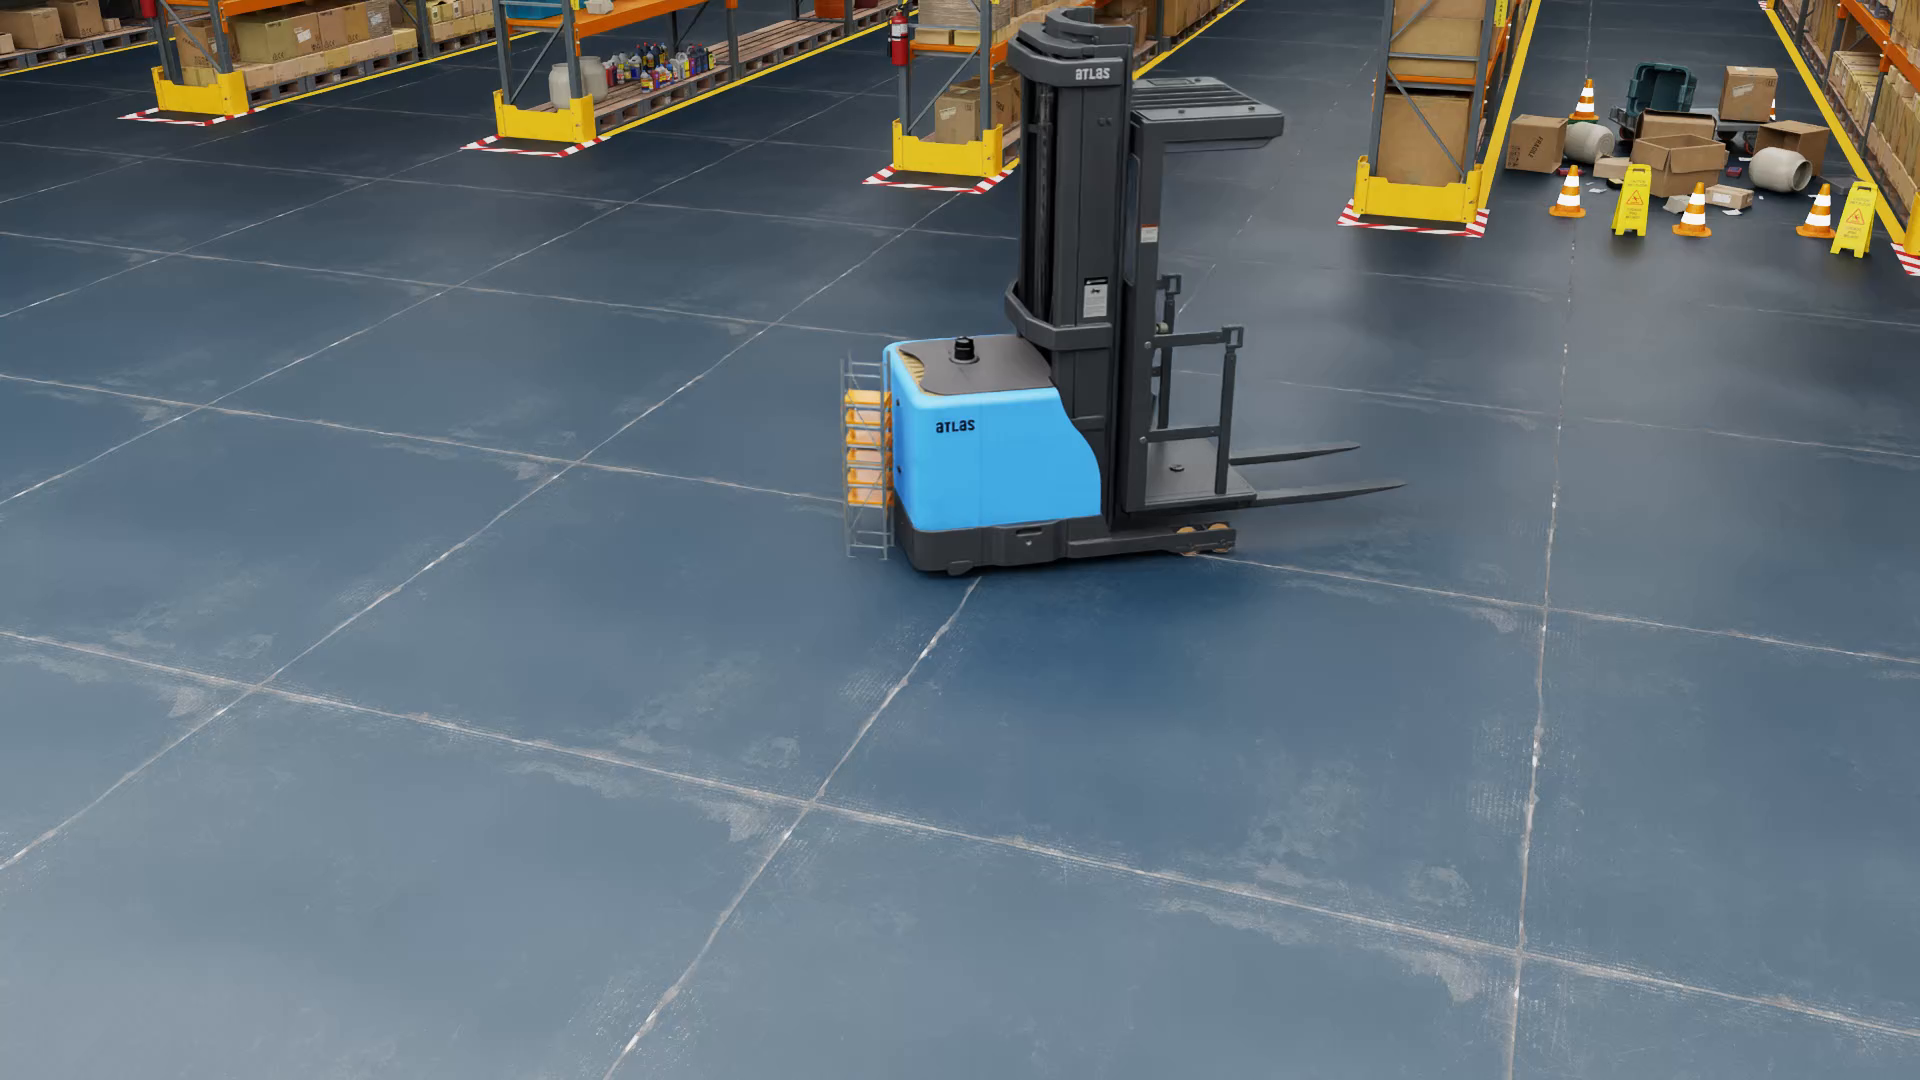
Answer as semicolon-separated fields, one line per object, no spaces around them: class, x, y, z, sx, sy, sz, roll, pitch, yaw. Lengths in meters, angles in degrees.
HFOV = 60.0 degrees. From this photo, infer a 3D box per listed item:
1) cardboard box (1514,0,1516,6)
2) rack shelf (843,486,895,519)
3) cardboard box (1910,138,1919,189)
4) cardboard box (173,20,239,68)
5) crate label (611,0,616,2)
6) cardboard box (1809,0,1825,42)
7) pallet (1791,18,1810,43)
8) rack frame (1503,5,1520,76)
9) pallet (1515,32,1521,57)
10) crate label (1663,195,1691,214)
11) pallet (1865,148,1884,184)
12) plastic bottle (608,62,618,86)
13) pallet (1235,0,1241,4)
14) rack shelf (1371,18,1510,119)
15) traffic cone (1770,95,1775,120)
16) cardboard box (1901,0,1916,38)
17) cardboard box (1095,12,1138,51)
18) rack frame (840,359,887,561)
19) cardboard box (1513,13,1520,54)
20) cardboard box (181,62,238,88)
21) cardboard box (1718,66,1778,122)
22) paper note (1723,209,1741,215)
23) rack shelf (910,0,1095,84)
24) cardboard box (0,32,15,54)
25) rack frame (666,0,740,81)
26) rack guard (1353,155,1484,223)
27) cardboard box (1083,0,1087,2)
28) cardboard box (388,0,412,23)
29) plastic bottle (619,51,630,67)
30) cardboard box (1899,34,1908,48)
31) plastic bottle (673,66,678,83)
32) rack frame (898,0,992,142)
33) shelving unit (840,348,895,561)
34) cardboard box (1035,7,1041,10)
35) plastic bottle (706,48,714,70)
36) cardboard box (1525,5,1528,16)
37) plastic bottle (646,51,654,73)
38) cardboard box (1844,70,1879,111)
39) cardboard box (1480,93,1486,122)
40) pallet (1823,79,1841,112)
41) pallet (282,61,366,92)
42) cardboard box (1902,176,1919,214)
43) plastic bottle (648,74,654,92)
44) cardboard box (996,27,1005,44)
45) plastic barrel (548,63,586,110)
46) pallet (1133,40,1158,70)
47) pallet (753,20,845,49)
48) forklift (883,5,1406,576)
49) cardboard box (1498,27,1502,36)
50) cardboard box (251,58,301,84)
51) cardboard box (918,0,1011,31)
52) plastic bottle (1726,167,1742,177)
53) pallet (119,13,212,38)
cardboard box;6.411;-6.646;19.920;0.500;0.500;0.500;9;27;18
rack shelf;-0.517;-0.214;9.467;0.258;0.103;0.180;4;26;9
cardboard box;9.206;-3.552;15.457;0.500;0.500;0.500;9;27;18
cardboard box;-9.602;-6.324;21.182;0.500;0.500;0.500;9;27;17
crate label;-4.473;-6.863;20.442;0.502;0.435;0.616;9;27;17
cardboard box;13.048;-7.794;24.361;0.875;0.875;0.875;10;27;19
pallet;13.506;-7.874;25.770;1.003;0.211;1.213;9;27;17
rack frame;7.146;-7.860;22.542;1.000;3.000;0.127;9;27;17
pallet;7.815;-7.426;24.844;1.003;0.211;1.213;9;27;17
crate label;7.155;-3.325;16.460;0.250;0.136;0.298;-5;26;-9
pallet;10.326;-4.004;17.777;1.003;0.211;1.213;9;27;17
plastic bottle;-4.422;-5.930;21.167;0.061;0.283;0.133;9;27;17
pallet;4.565;-9.814;29.777;1.003;0.211;1.213;9;27;17
rack shelf;5.149;-5.071;17.606;1.077;0.370;4.000;9;27;17
traffic cone;9.609;-5.111;19.775;0.336;0.463;0.334;9;27;17
cardboard box;9.962;-5.369;16.940;0.500;0.500;0.500;9;27;17
cardboard box;2.126;-7.186;23.513;0.700;0.500;0.500;6;27;13
rack frame;-0.533;-0.430;9.262;0.240;1.200;0.006;4;26;9
cardboard box;7.622;-7.178;23.519;0.500;0.500;0.500;8;27;15
cardboard box;-9.600;-5.986;21.345;0.500;0.250;0.500;9;27;17
cardboard box;8.828;-5.002;18.637;0.500;0.500;0.500;9;27;17
paper note;7.623;-3.237;16.400;0.148;0.019;0.142;0;26;-1
rack shelf;0.506;-5.831;19.177;1.077;0.370;4.000;9;27;17
cardboard box;-13.668;-6.982;23.308;0.500;0.311;0.500;11;28;22
rack frame;-3.499;-7.695;22.202;1.000;3.000;0.127;9;27;17
rack guard;4.476;-3.438;16.276;1.175;0.500;0.348;9;27;17
cardboard box;1.377;-6.733;20.502;0.380;0.149;0.250;9;27;17
cardboard box;-8.305;-7.827;24.503;0.500;0.311;0.500;9;27;17
plastic bottle;-4.364;-6.177;21.601;0.144;0.351;0.185;9;27;17
cardboard box;10.074;-5.233;17.403;0.380;0.149;0.250;10;27;19
plastic bottle;-3.684;-5.997;21.400;0.097;0.201;0.097;0;26;0
rack frame;-0.160;-5.333;17.323;1.000;3.000;0.127;9;27;17
shelving unit;-0.517;-0.470;9.343;0.258;1.200;0.189;4;26;9
cardboard box;0.709;-6.027;19.044;0.380;0.149;0.250;9;27;17
plastic bottle;-3.348;-6.425;22.191;0.061;0.283;0.133;10;28;20
cardboard box;8.901;-8.513;26.679;0.380;0.149;0.250;8;27;15
plastic bottle;-4.094;-6.317;21.980;0.097;0.271;0.097;0;26;0
cardboard box;11.155;-5.344;19.879;0.950;0.372;0.625;10;27;19
cardboard box;5.540;-5.201;19.005;0.875;0.875;0.875;9;27;18
pallet;11.586;-5.608;21.090;1.003;0.211;1.213;9;27;17
pallet;-8.878;-6.336;22.595;1.003;0.211;1.213;9;27;17
cardboard box;9.209;-3.229;15.650;0.500;0.250;0.500;9;27;17
plastic bottle;-3.899;-5.733;20.854;0.097;0.201;0.097;0;26;0
cardboard box;0.261;-5.403;17.755;0.380;0.149;0.250;9;27;17
plastic barrel;-4.683;-5.402;19.839;0.421;0.512;0.421;0;26;0
pallet;2.241;-7.045;24.058;1.003;0.211;1.213;9;27;17
pallet;-2.463;-7.771;25.558;1.003;0.211;1.213;9;27;17
forklift;1.112;-1.443;9.367;3.031;2.935;1.130;-6;26;-12
cardboard box;5.542;-5.901;18.324;0.875;0.550;0.550;9;27;17
cardboard box;-8.949;-6.117;21.615;0.500;0.250;0.500;9;27;17
cardboard box;0.049;-5.734;17.695;0.875;0.500;0.500;9;27;17
plastic bottle;8.319;-3.959;17.857;0.133;0.061;0.283;14;29;26
pallet;-12.584;-8.197;26.438;1.003;0.211;1.213;9;27;17
